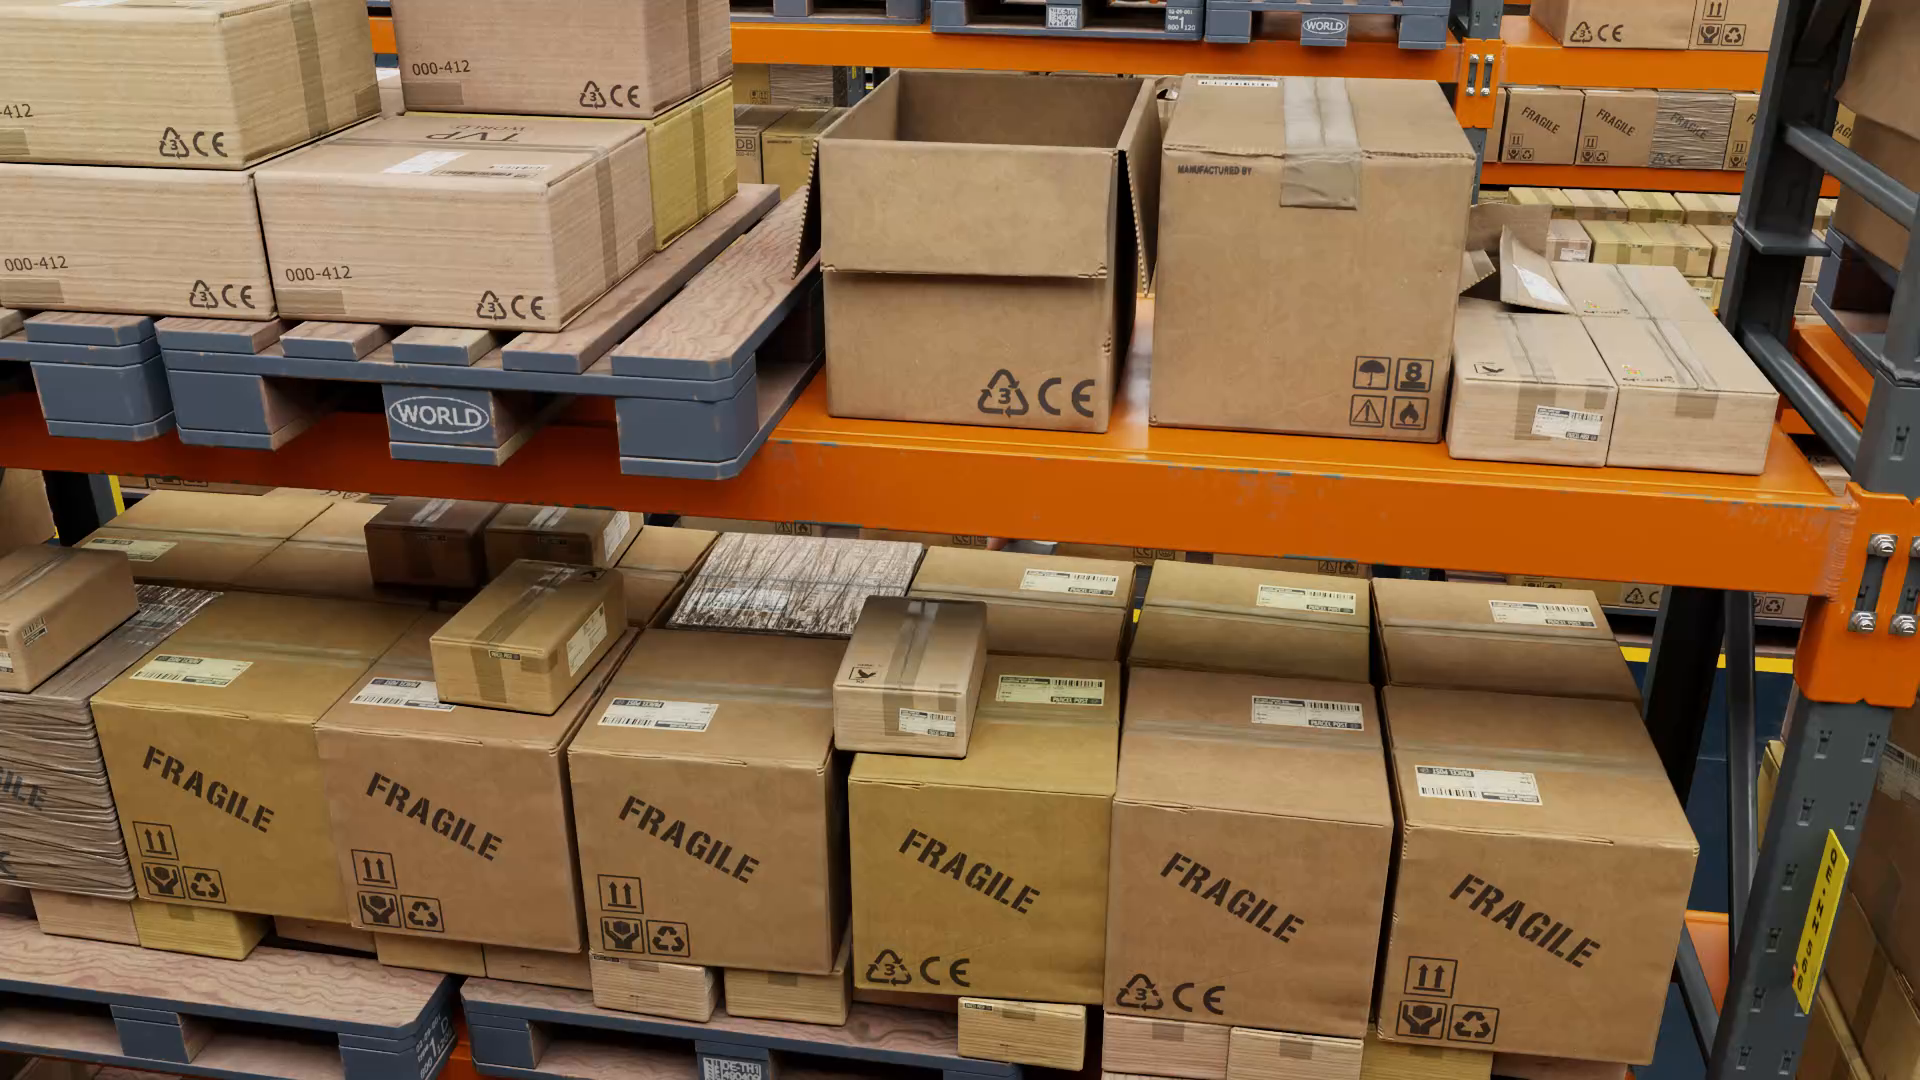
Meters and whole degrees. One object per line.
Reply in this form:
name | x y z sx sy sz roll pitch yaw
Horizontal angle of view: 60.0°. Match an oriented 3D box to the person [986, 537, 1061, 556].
person | 0.210 -0.088 7.235 0.575 1.779 0.640 10 26 20
